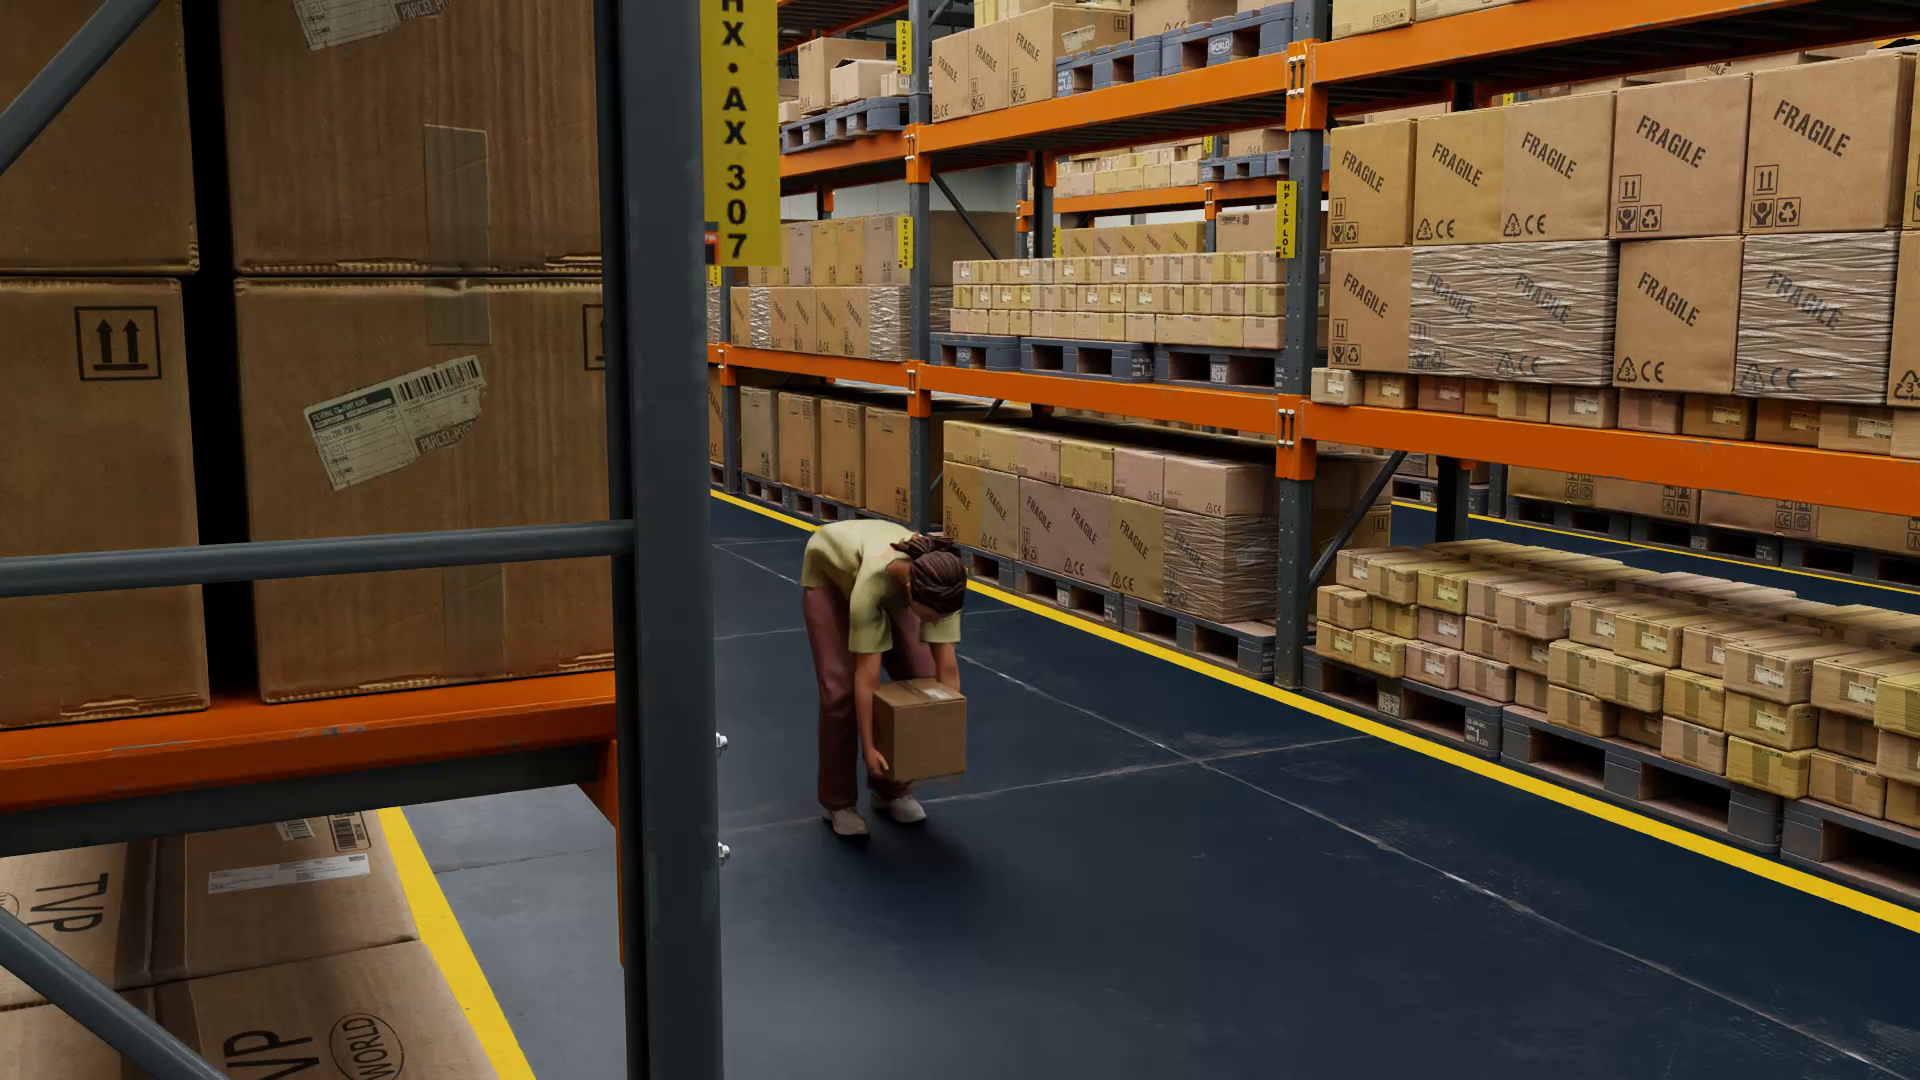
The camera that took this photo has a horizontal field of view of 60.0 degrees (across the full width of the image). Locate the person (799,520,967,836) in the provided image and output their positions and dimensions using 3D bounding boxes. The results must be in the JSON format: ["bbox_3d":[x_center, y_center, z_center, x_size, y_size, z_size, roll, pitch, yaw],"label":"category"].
[{"bbox_3d":[-0.221,0.458,5.410,0.428,1.051,0.872,-5,10,-28],"label":"person"}]
